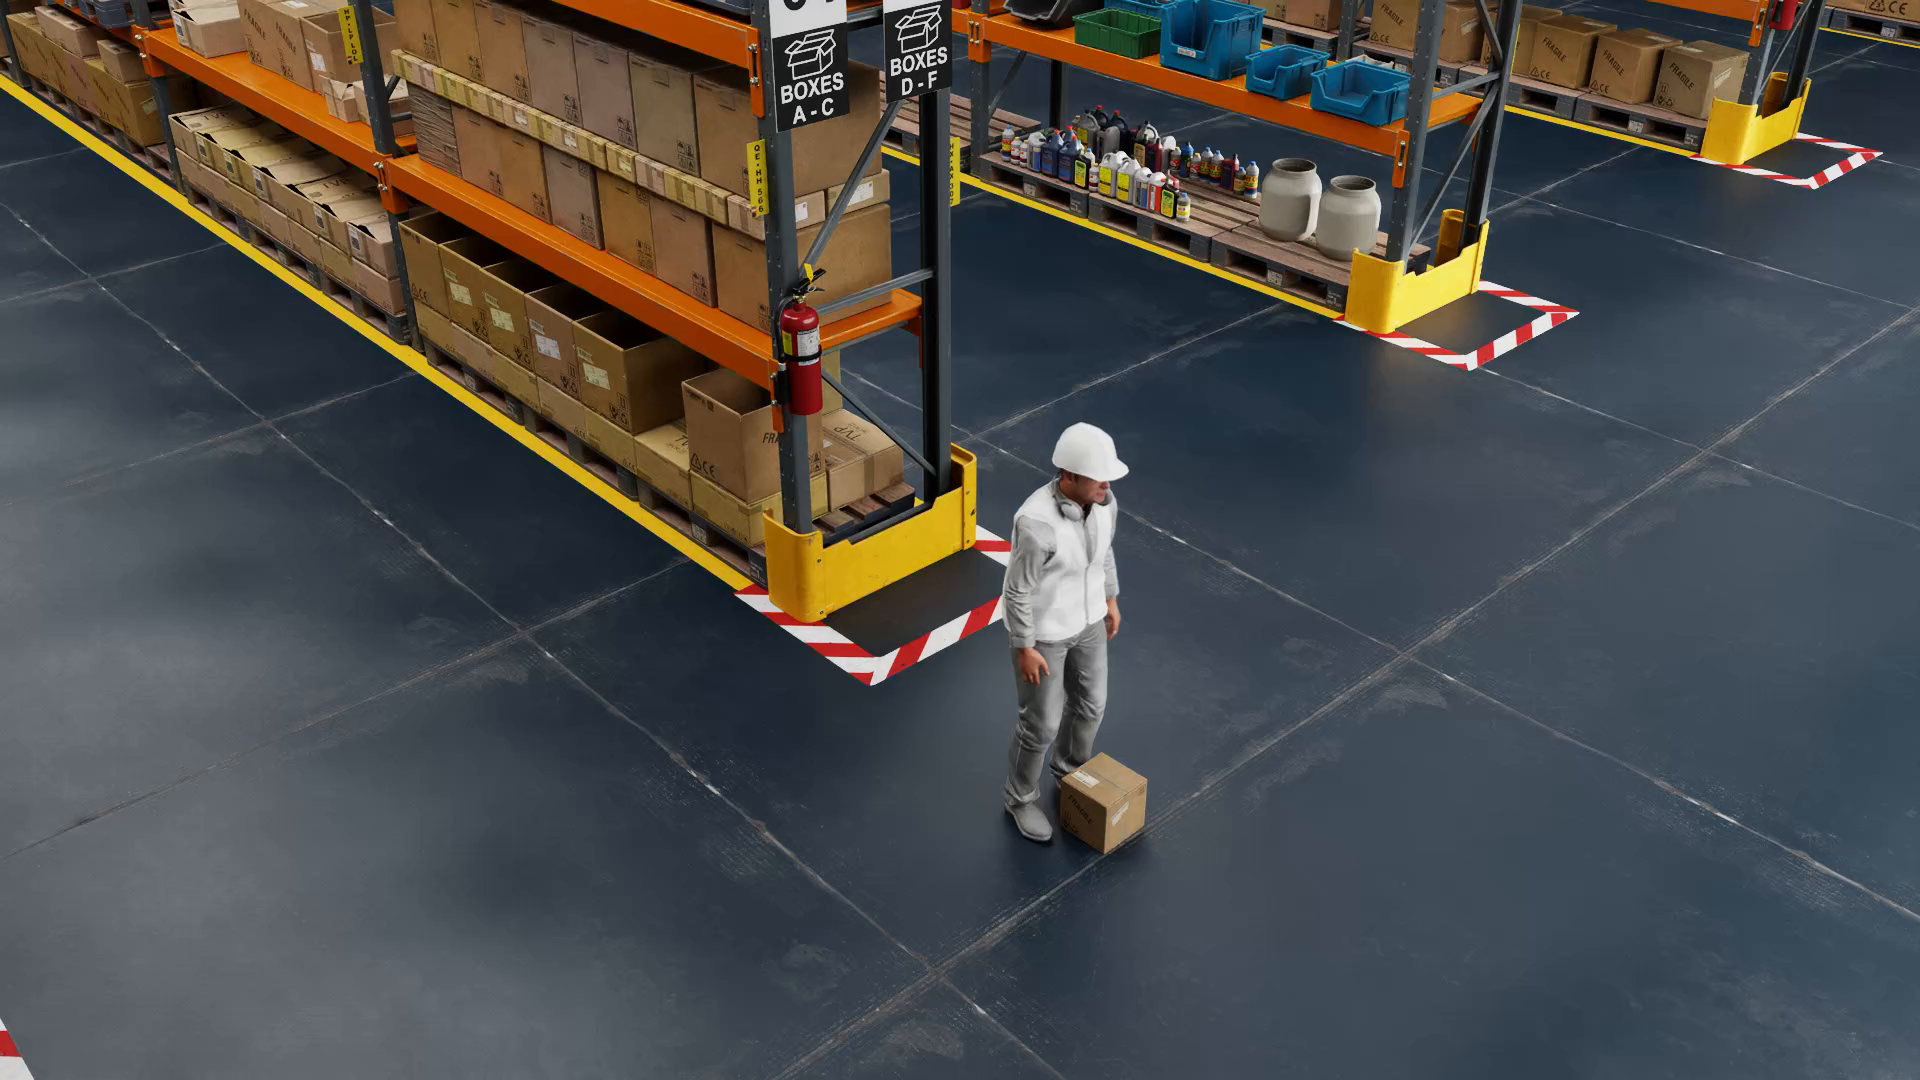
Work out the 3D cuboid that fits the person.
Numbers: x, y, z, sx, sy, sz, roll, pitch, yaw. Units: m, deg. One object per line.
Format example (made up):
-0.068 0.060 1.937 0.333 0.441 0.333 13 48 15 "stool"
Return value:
0.413 0.329 6.573 0.589 1.772 0.464 -28 41 -37 "person"
